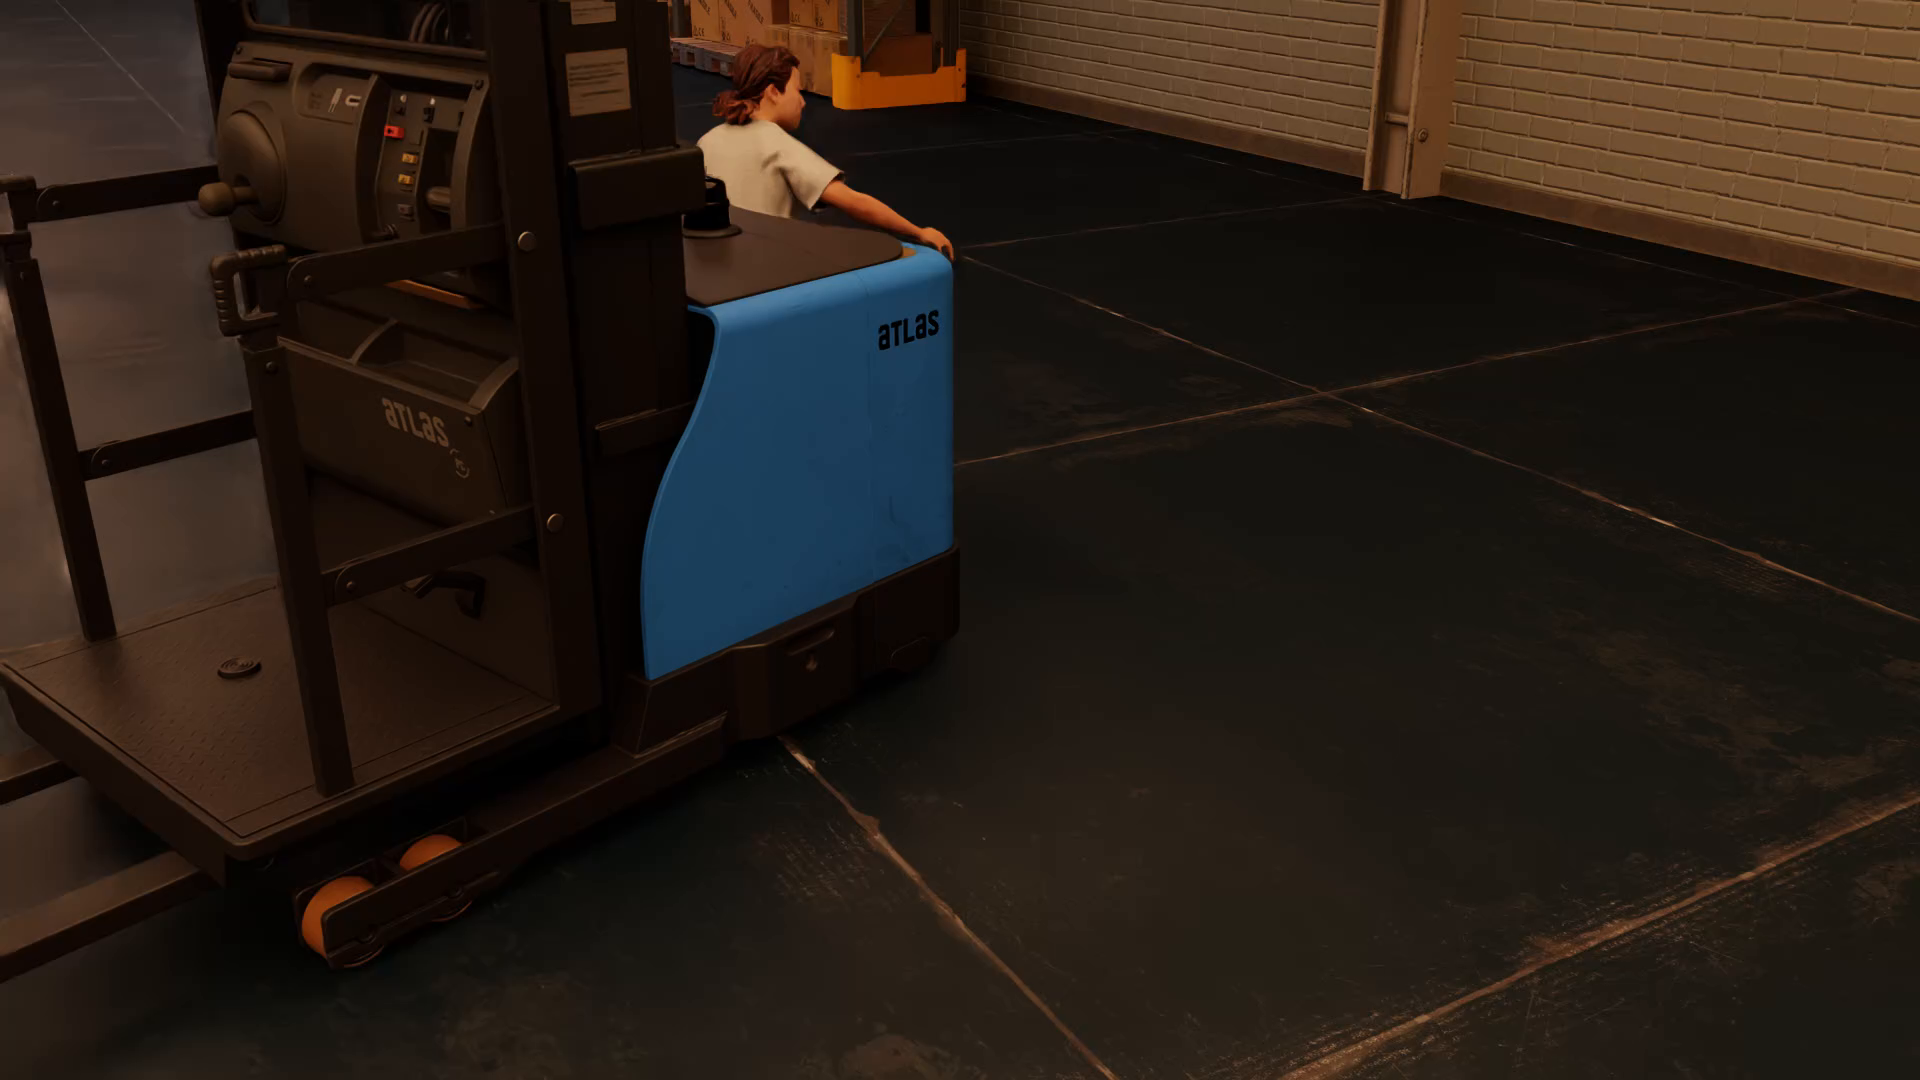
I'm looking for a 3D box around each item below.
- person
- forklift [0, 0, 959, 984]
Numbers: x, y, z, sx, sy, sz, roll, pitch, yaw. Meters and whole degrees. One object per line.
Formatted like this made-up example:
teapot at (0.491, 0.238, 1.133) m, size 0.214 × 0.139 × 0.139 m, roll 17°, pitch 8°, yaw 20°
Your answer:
person at (-0.444, -0.780, 5.138) m, size 0.880 × 1.431 × 0.819 m, roll 4°, pitch 23°, yaw 10°
forklift at (-1.349, -0.762, 3.131) m, size 1.130 × 2.935 × 3.031 m, roll 18°, pitch 29°, yaw 37°
